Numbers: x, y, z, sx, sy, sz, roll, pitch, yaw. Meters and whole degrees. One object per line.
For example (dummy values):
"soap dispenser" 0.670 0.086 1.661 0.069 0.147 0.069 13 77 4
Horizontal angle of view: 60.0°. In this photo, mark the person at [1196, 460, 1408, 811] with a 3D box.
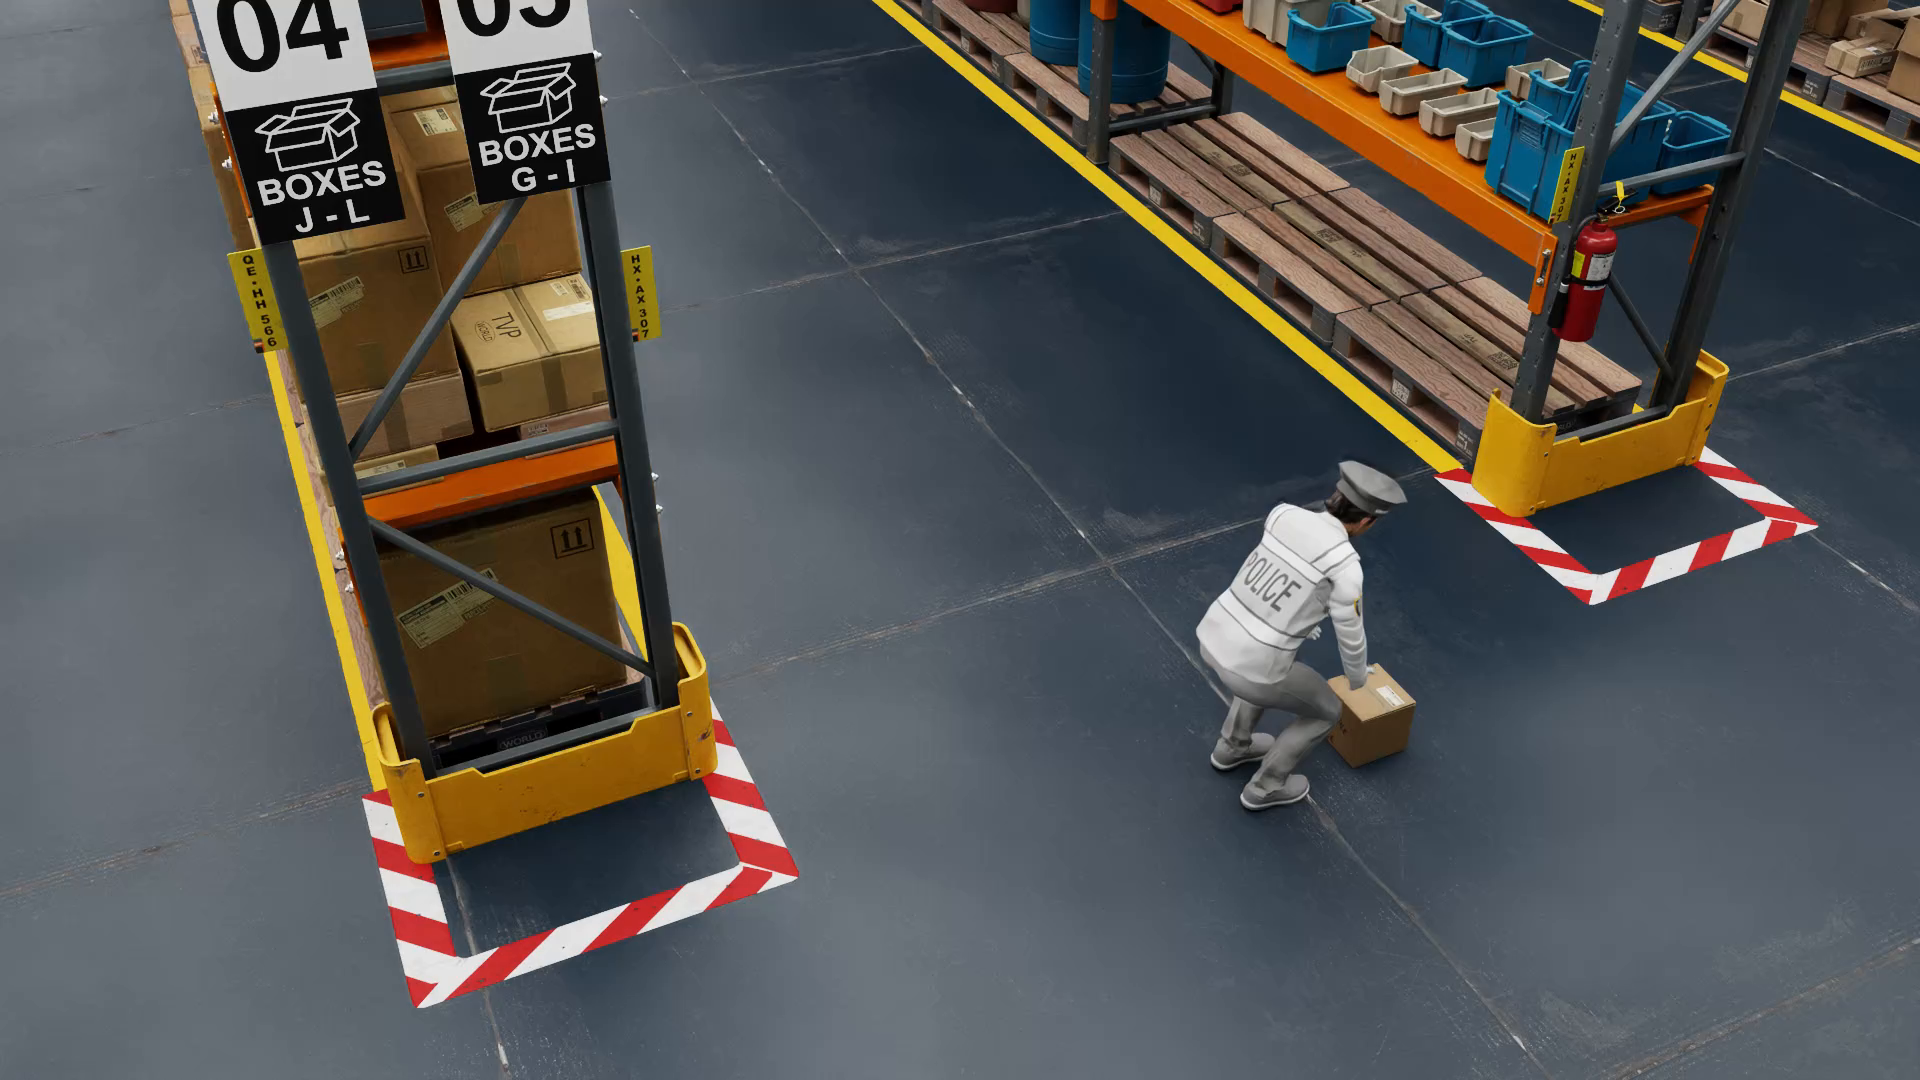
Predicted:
"person" 1.190 0.343 5.993 0.739 1.320 0.534 -16 40 -20
